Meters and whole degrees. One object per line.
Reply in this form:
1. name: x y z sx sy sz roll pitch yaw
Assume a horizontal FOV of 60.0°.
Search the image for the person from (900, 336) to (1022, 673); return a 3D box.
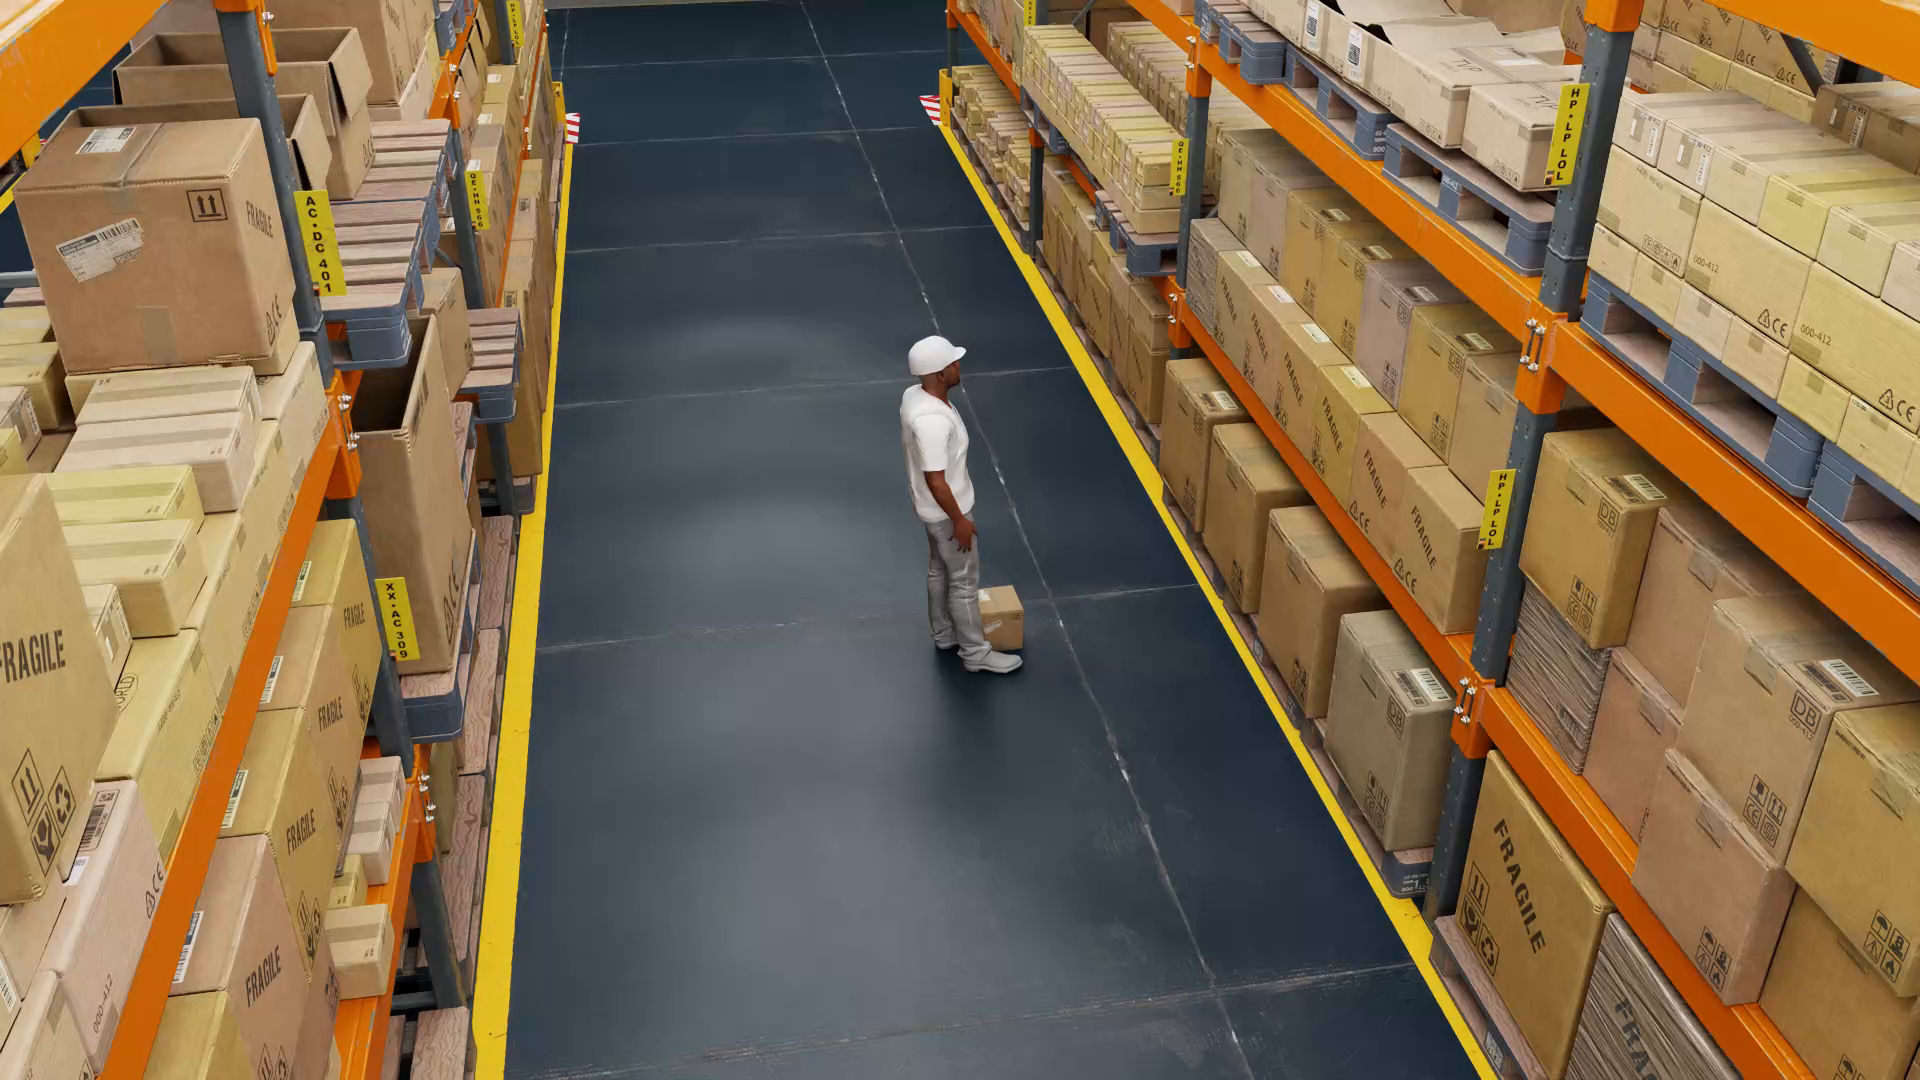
1. person: -0.005 -0.202 8.439 0.577 1.765 0.666 -5 31 -9
